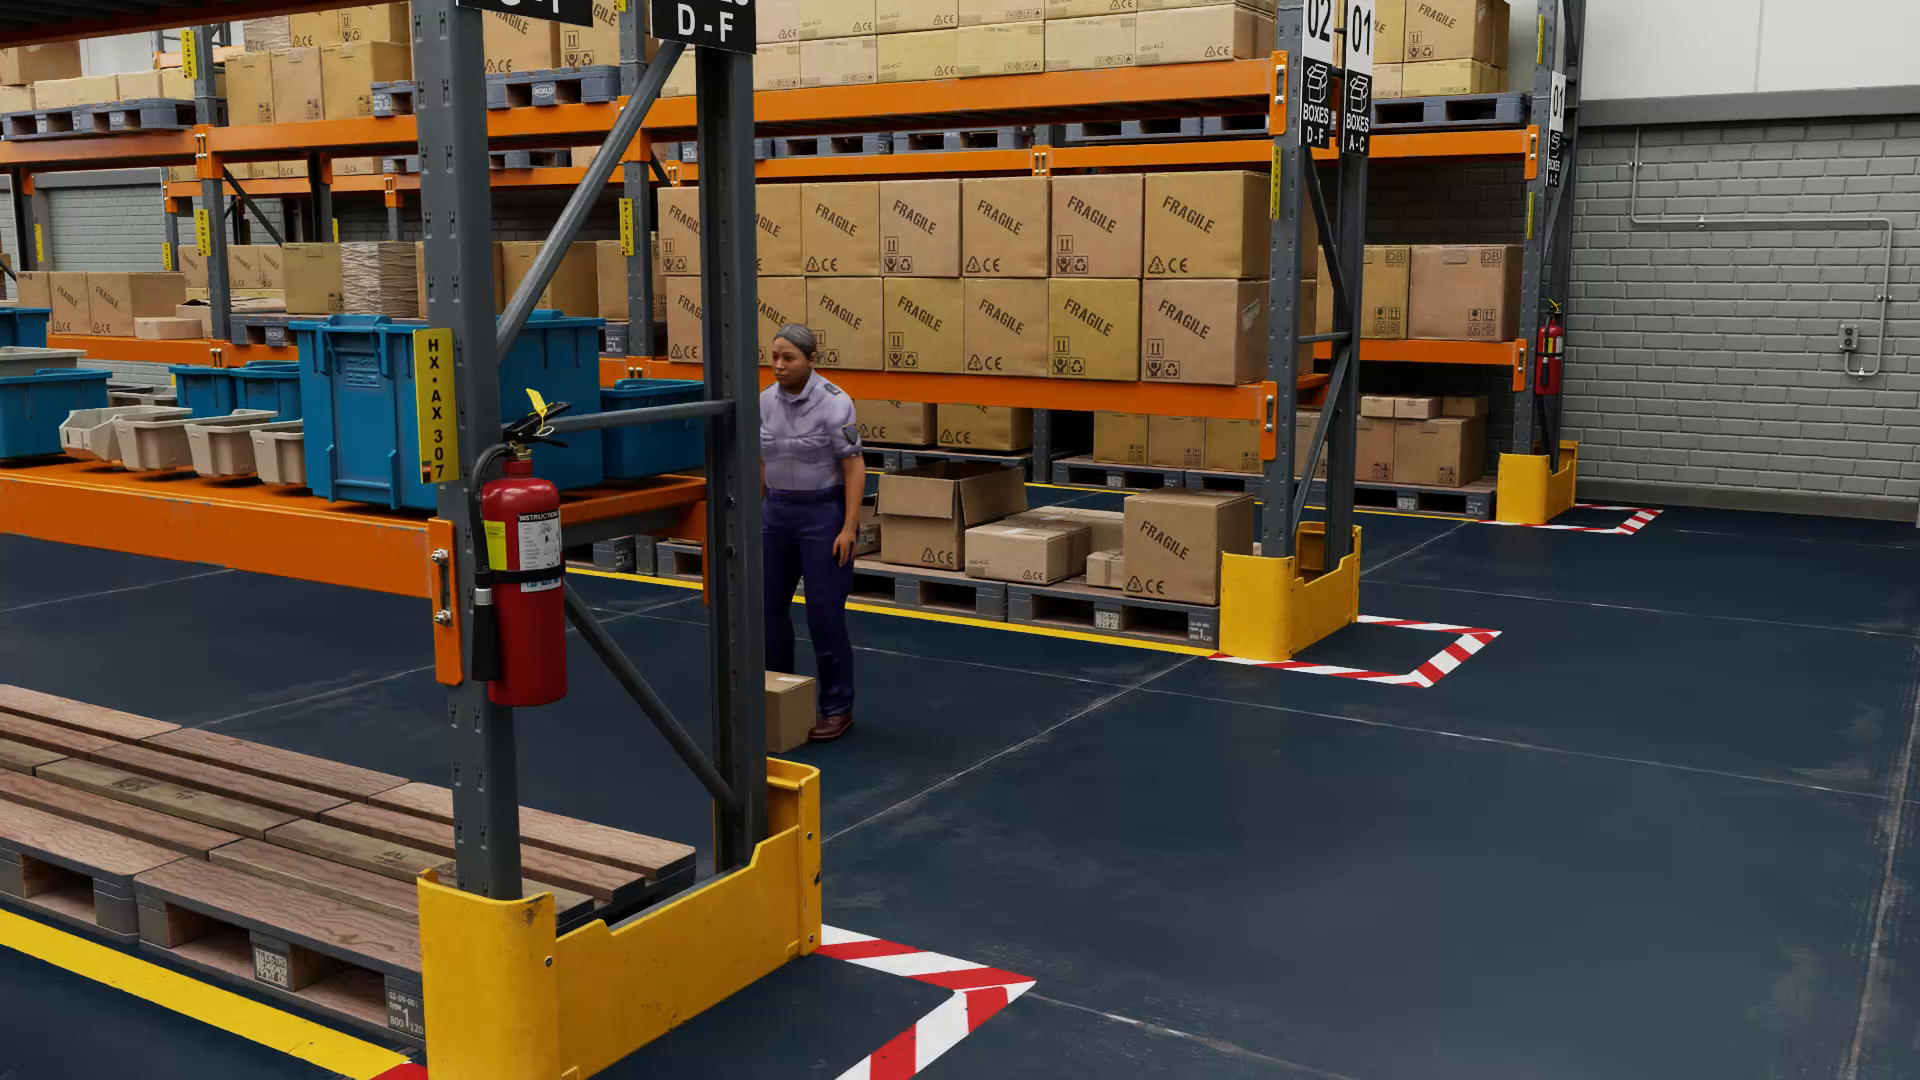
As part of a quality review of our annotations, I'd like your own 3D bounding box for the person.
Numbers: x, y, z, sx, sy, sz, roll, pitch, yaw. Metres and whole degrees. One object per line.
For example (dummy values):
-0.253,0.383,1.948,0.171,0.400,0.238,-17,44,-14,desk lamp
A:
-0.631,-0.038,6.681,0.550,1.637,0.367,6,11,30,person
